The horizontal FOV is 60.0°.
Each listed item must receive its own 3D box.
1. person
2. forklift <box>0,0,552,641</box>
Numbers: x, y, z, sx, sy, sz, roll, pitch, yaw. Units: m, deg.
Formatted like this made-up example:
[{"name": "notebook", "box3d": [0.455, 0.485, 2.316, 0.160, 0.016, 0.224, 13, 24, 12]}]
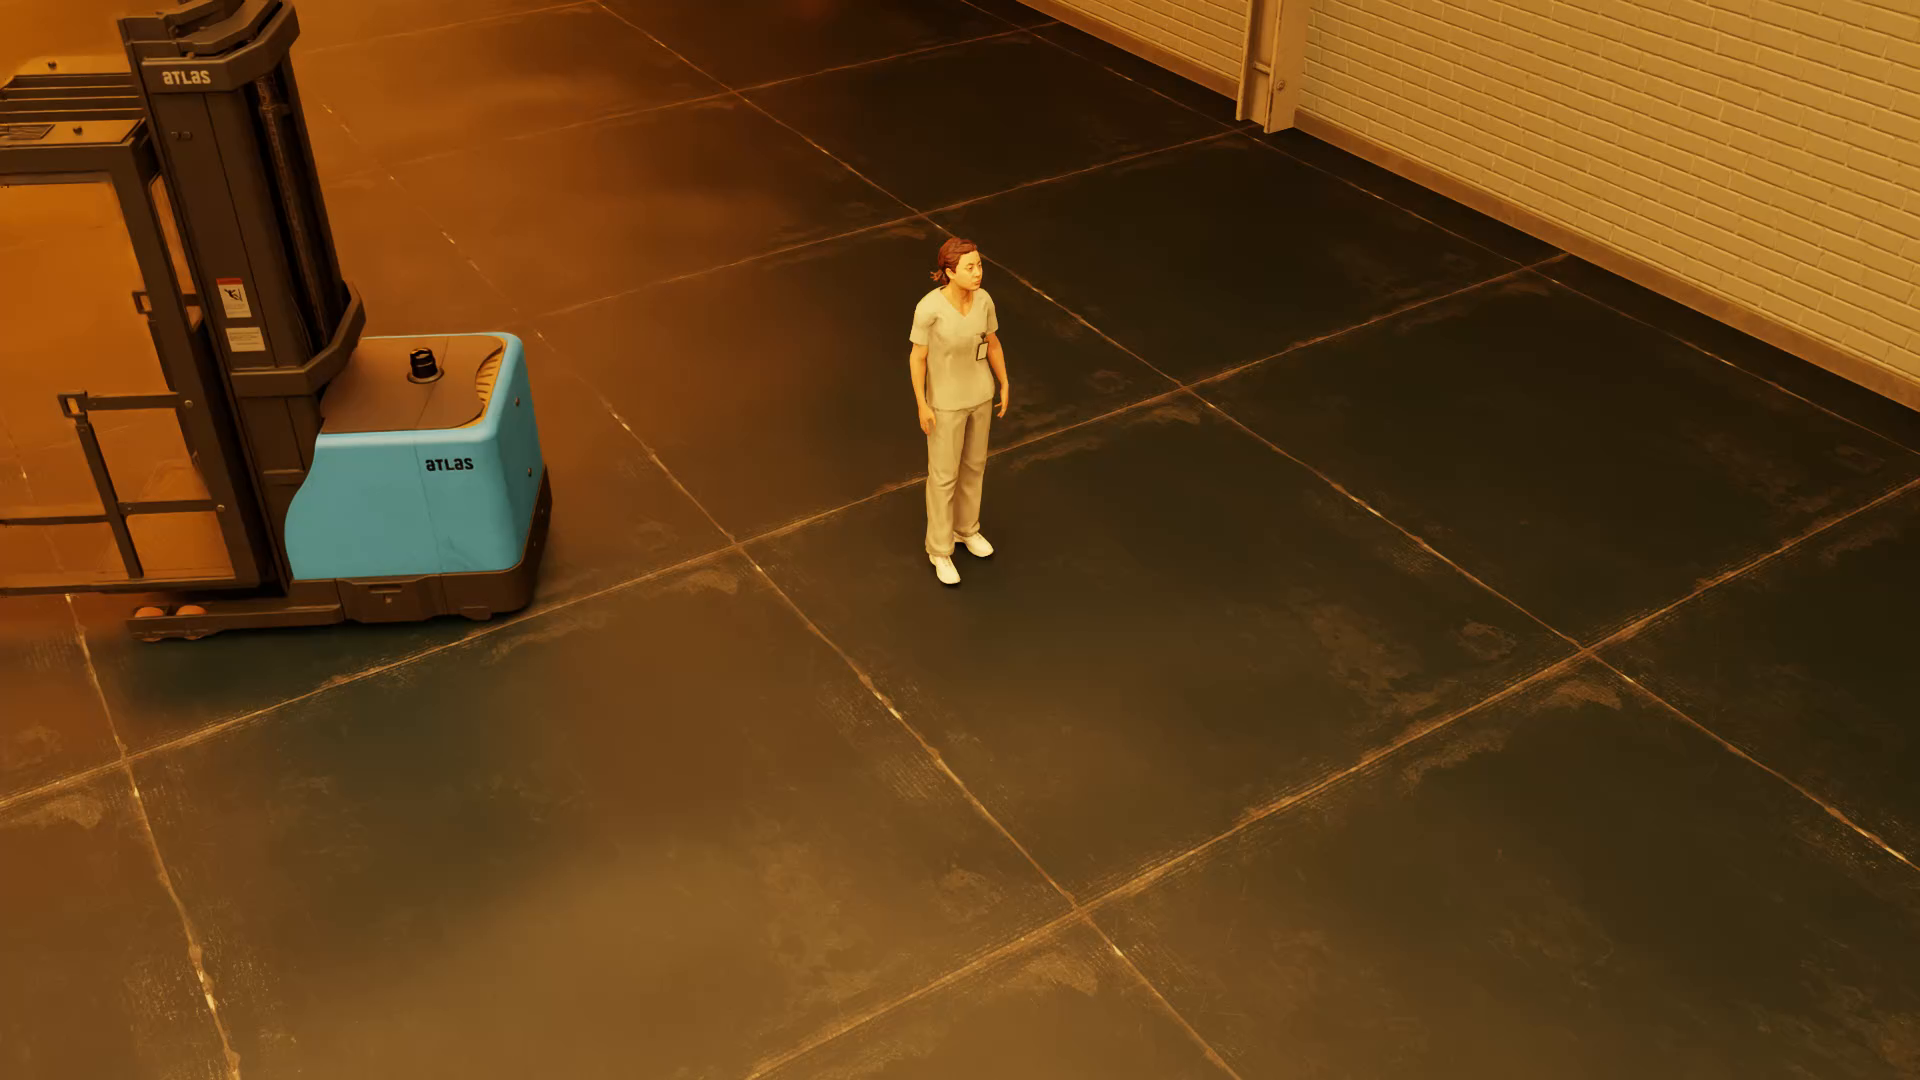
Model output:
[{"name": "person", "box3d": [0.029, -0.652, 8.154, 0.549, 1.673, 0.548, -21, 40, -27]}, {"name": "forklift", "box3d": [-3.648, -1.028, 7.611, 3.031, 2.935, 1.130, -3, 35, -4]}]
